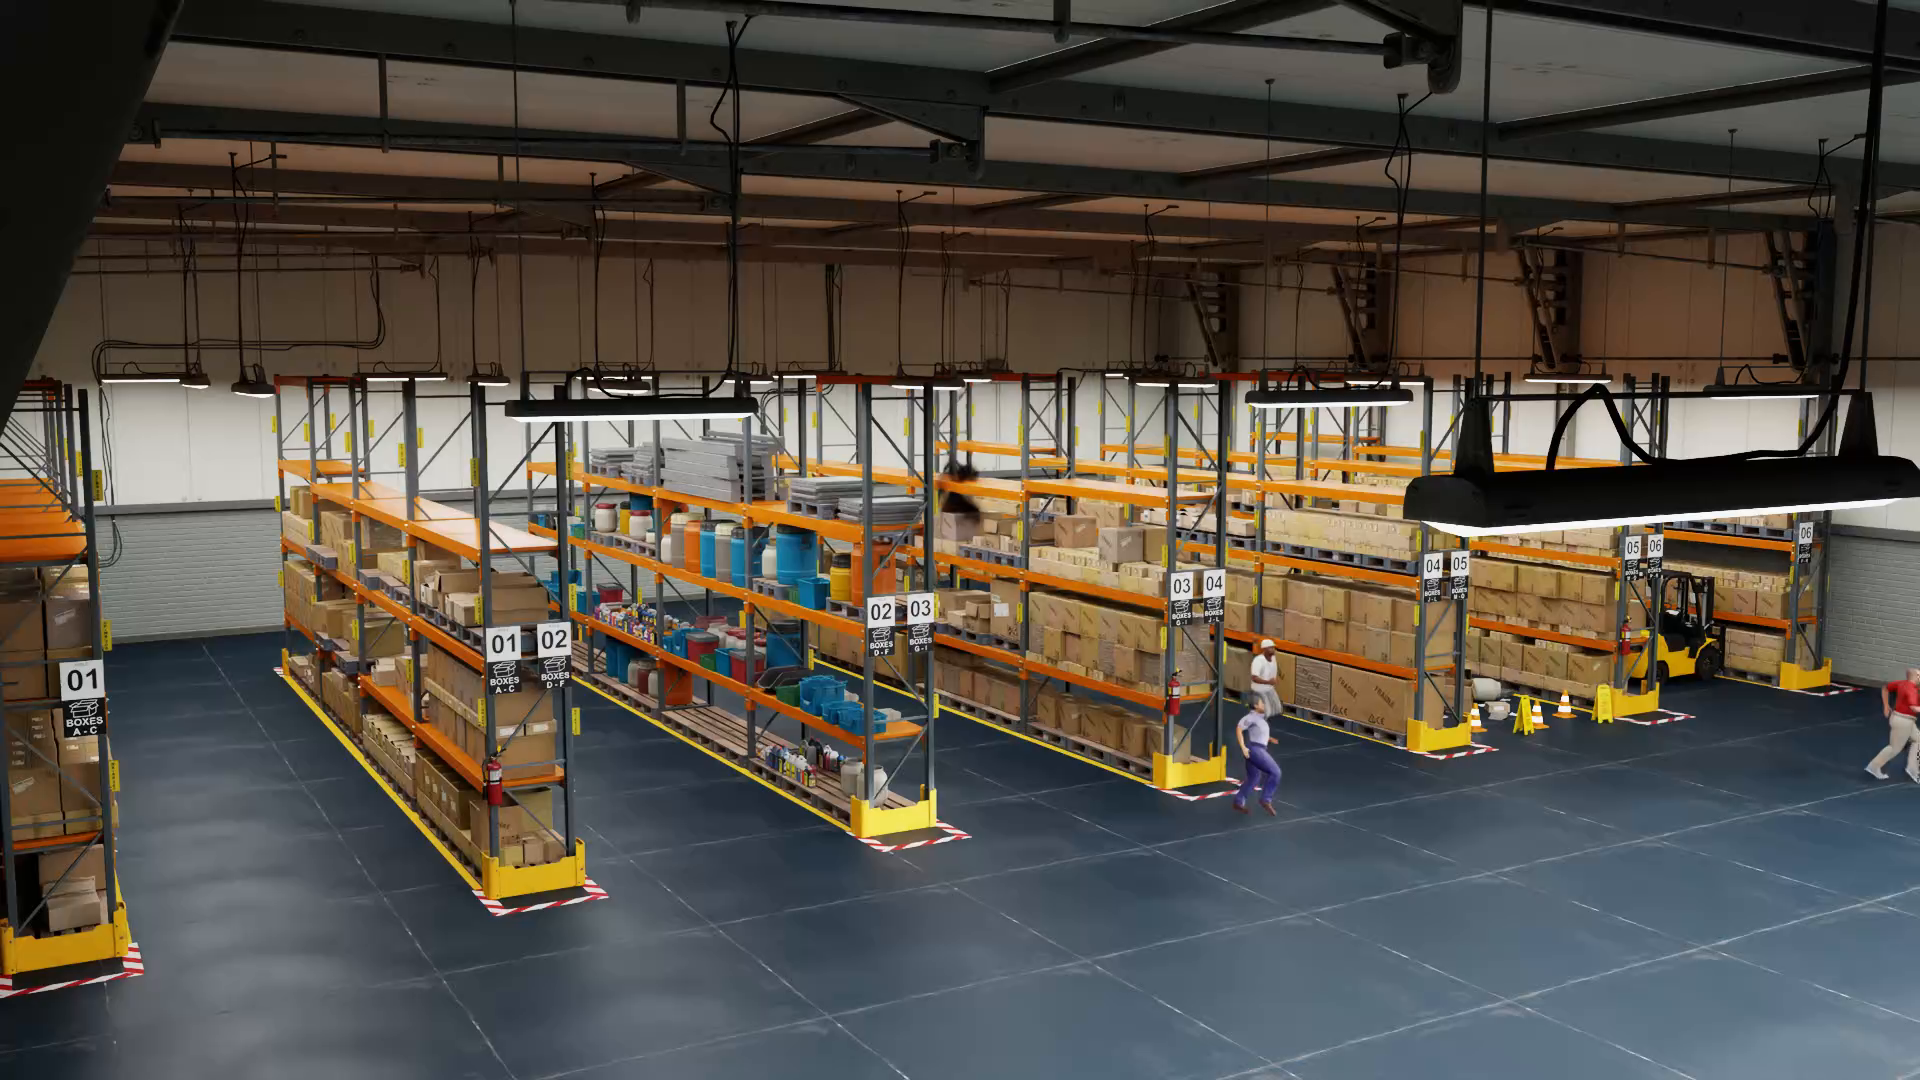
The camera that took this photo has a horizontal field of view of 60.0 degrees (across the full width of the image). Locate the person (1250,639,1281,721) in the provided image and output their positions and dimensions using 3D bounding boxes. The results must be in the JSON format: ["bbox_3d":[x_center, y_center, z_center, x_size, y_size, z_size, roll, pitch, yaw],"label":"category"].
[{"bbox_3d":[5.089,2.477,27.558,0.657,1.712,0.748,6,9,45],"label":"person"}]

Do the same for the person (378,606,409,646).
[{"bbox_3d":[-11.831,1.695,34.632,0.626,1.725,0.716,1,6,13],"label":"person"}]

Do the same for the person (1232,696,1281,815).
[{"bbox_3d":[4.155,2.981,23.206,0.661,1.599,0.593,1,6,12],"label":"person"}]

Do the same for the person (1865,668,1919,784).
[{"bbox_3d":[14.027,2.782,24.807,0.877,1.780,0.687,2,6,16],"label":"person"}]
